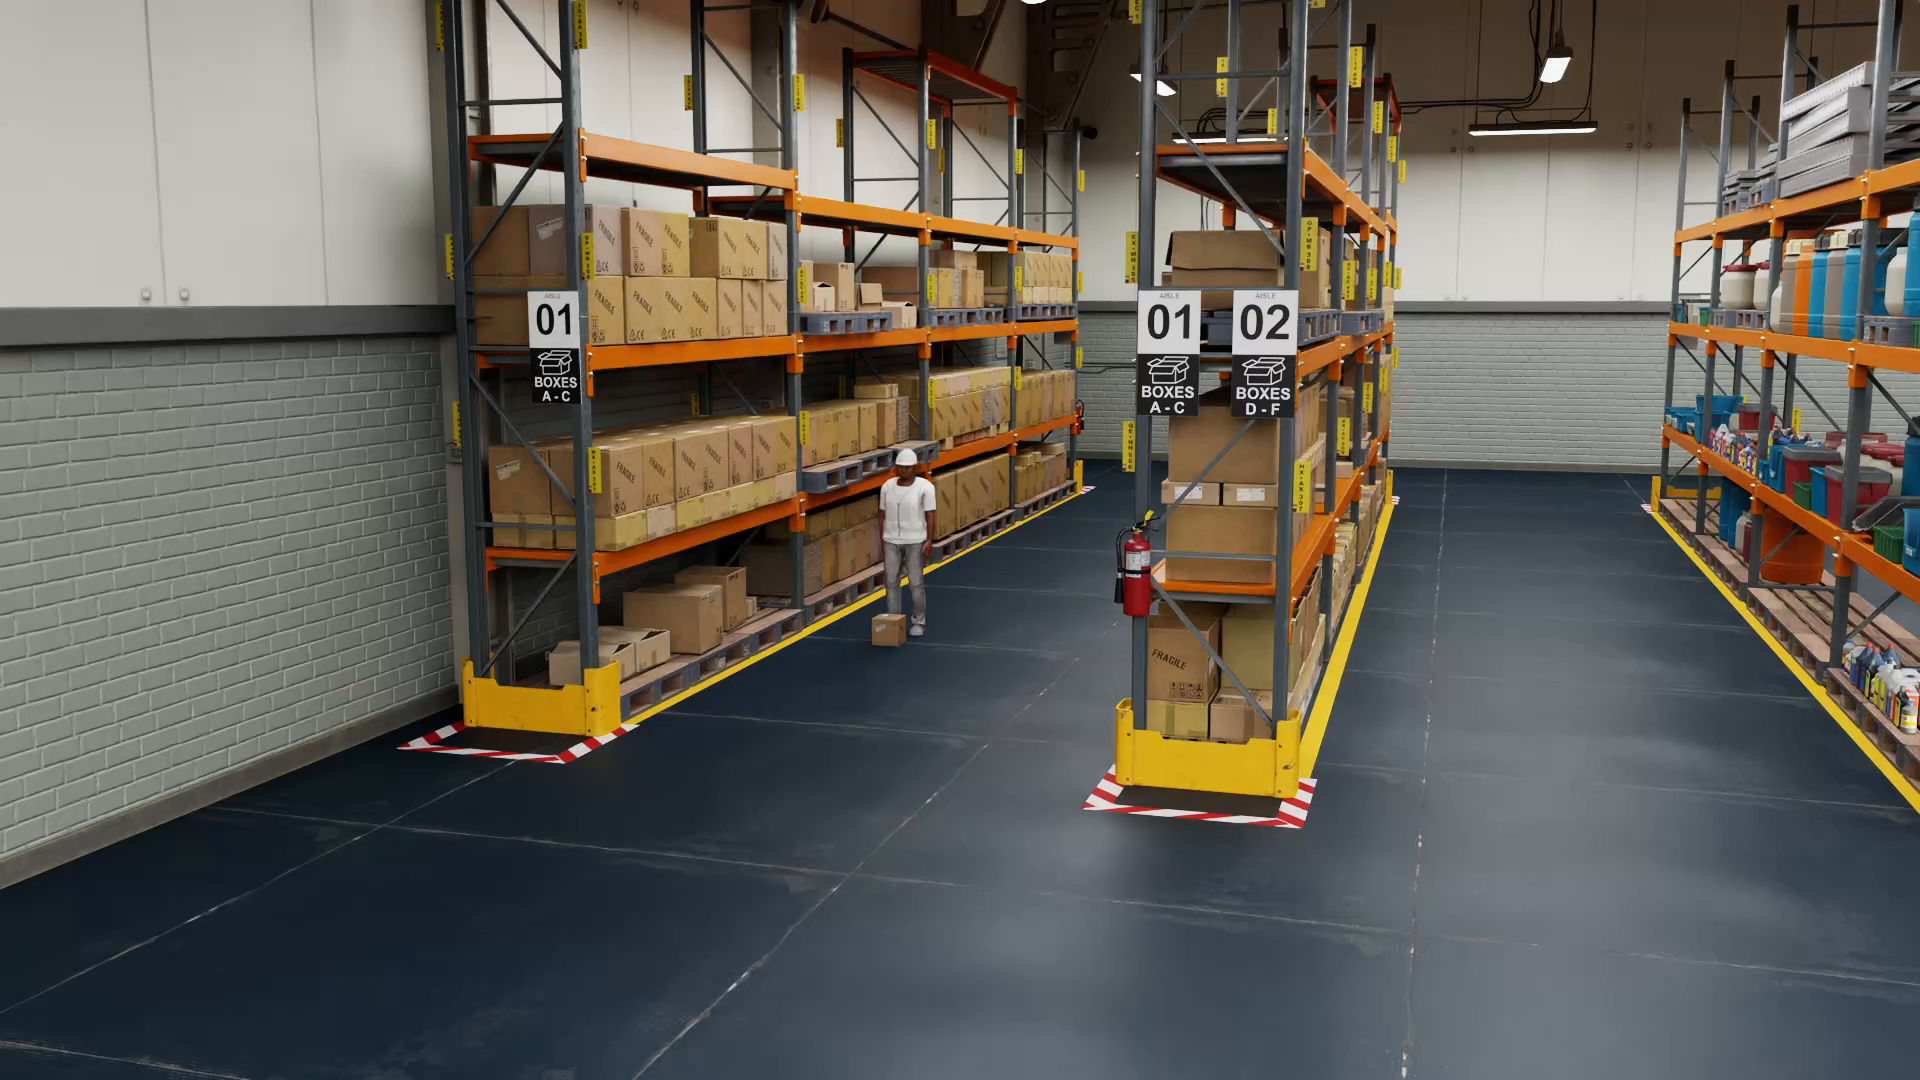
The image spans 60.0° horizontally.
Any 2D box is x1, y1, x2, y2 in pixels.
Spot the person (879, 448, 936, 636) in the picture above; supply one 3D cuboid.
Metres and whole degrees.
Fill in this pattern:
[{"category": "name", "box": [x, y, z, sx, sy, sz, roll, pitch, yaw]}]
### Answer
[{"category": "person", "box": [-0.506, 0.014, 15.658, 0.565, 1.763, 0.365, 3, 9, 17]}]
